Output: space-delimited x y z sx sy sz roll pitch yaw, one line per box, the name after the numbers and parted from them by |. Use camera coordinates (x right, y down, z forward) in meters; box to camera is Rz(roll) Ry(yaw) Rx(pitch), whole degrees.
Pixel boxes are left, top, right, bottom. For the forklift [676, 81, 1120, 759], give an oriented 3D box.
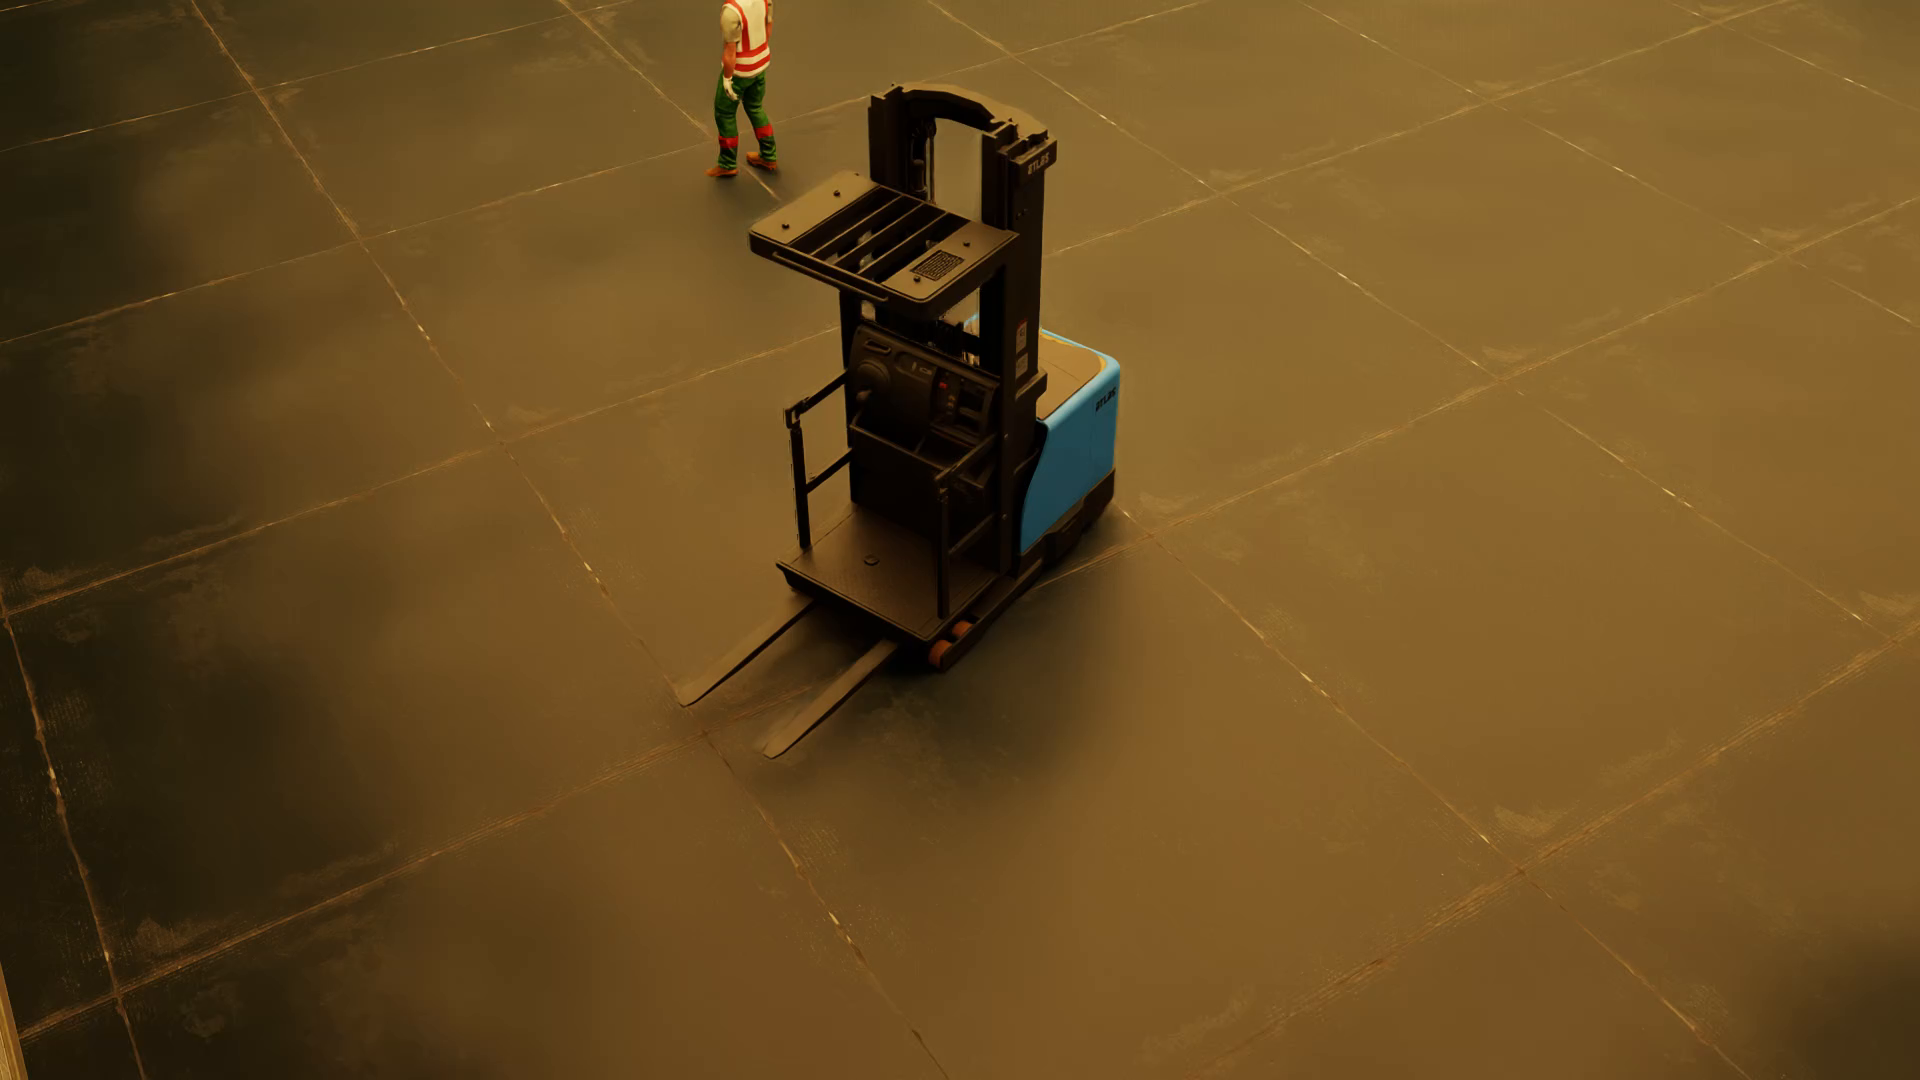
-0.332 -0.750 8.729 1.130 2.935 3.031 26 47 27 | forklift

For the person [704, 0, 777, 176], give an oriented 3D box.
-1.749 -3.712 13.025 0.510 1.816 0.629 22 46 23 | person
